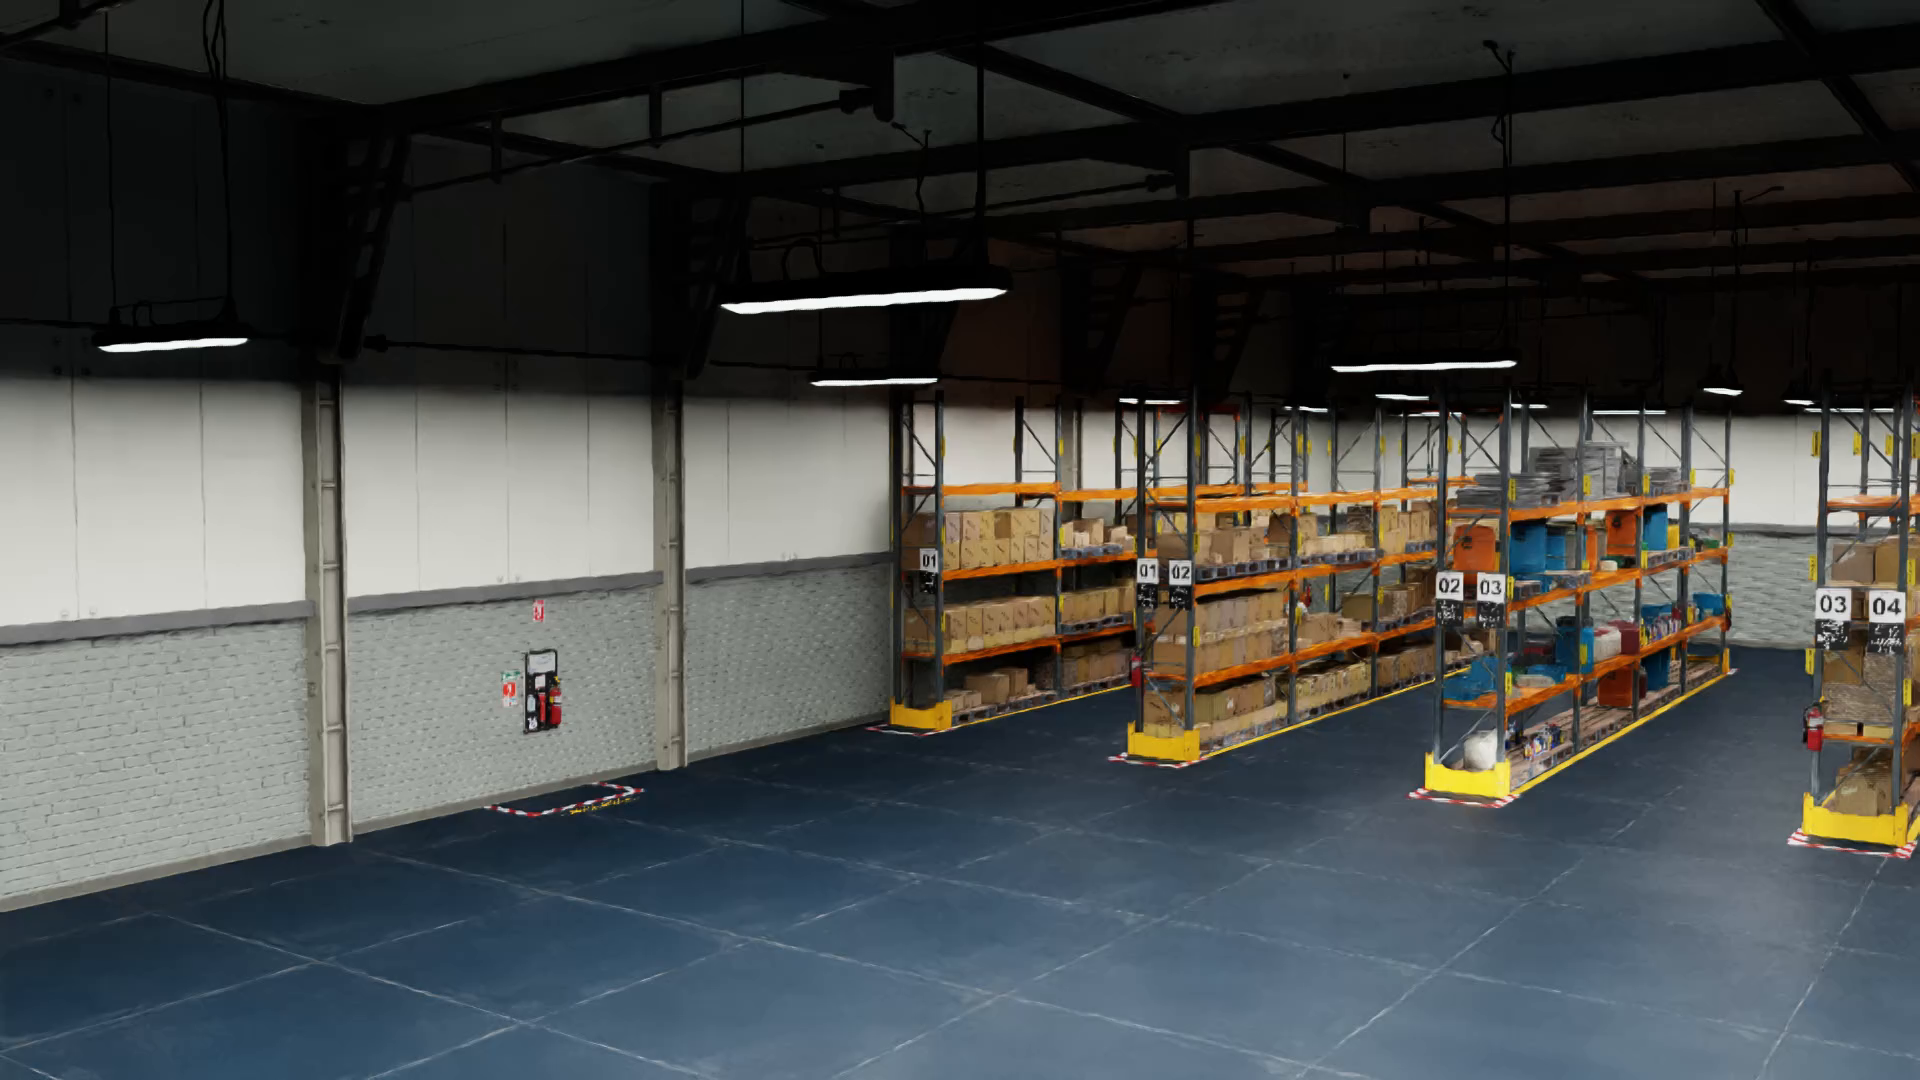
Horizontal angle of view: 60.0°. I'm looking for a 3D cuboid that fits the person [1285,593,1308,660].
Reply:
[{"bbox_3d":[7.890,2.003,38.972,0.592,1.629,0.532,2,4,33],"label":"person"}]
